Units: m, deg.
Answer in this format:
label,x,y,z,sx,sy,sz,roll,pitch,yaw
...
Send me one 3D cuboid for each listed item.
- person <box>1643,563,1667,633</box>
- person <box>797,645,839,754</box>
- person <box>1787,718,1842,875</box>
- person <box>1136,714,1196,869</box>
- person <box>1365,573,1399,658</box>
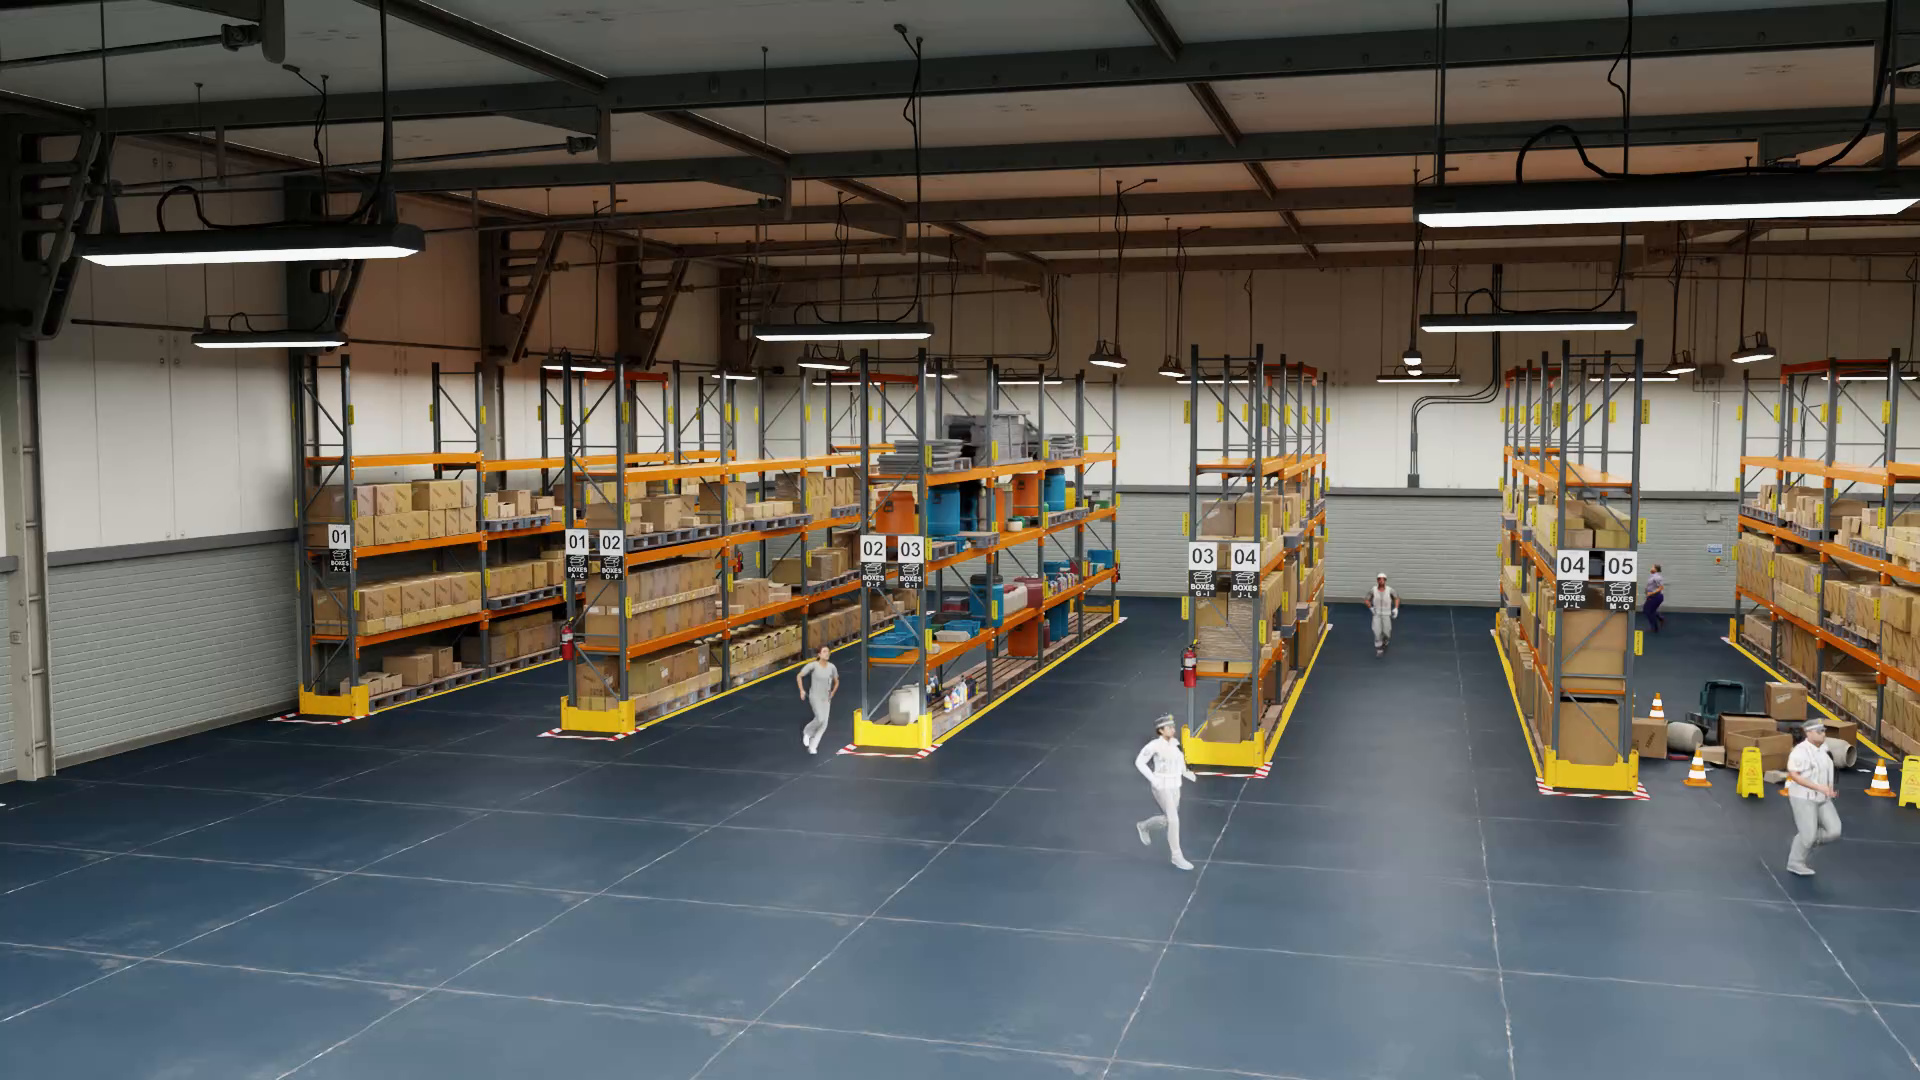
label,x,y,z,sx,sy,sz,roll,pitch,yaw
person,16.027,1.332,38.283,0.546,1.598,0.591,1,4,12
person,-2.042,2.357,24.612,0.609,1.603,0.515,-3,5,-32
person,9.271,2.774,17.977,0.706,1.735,0.608,-2,5,-26
person,2.277,2.781,18.608,0.618,1.696,0.832,-4,6,-43
person,8.717,1.558,34.343,0.690,1.746,0.619,1,4,13
